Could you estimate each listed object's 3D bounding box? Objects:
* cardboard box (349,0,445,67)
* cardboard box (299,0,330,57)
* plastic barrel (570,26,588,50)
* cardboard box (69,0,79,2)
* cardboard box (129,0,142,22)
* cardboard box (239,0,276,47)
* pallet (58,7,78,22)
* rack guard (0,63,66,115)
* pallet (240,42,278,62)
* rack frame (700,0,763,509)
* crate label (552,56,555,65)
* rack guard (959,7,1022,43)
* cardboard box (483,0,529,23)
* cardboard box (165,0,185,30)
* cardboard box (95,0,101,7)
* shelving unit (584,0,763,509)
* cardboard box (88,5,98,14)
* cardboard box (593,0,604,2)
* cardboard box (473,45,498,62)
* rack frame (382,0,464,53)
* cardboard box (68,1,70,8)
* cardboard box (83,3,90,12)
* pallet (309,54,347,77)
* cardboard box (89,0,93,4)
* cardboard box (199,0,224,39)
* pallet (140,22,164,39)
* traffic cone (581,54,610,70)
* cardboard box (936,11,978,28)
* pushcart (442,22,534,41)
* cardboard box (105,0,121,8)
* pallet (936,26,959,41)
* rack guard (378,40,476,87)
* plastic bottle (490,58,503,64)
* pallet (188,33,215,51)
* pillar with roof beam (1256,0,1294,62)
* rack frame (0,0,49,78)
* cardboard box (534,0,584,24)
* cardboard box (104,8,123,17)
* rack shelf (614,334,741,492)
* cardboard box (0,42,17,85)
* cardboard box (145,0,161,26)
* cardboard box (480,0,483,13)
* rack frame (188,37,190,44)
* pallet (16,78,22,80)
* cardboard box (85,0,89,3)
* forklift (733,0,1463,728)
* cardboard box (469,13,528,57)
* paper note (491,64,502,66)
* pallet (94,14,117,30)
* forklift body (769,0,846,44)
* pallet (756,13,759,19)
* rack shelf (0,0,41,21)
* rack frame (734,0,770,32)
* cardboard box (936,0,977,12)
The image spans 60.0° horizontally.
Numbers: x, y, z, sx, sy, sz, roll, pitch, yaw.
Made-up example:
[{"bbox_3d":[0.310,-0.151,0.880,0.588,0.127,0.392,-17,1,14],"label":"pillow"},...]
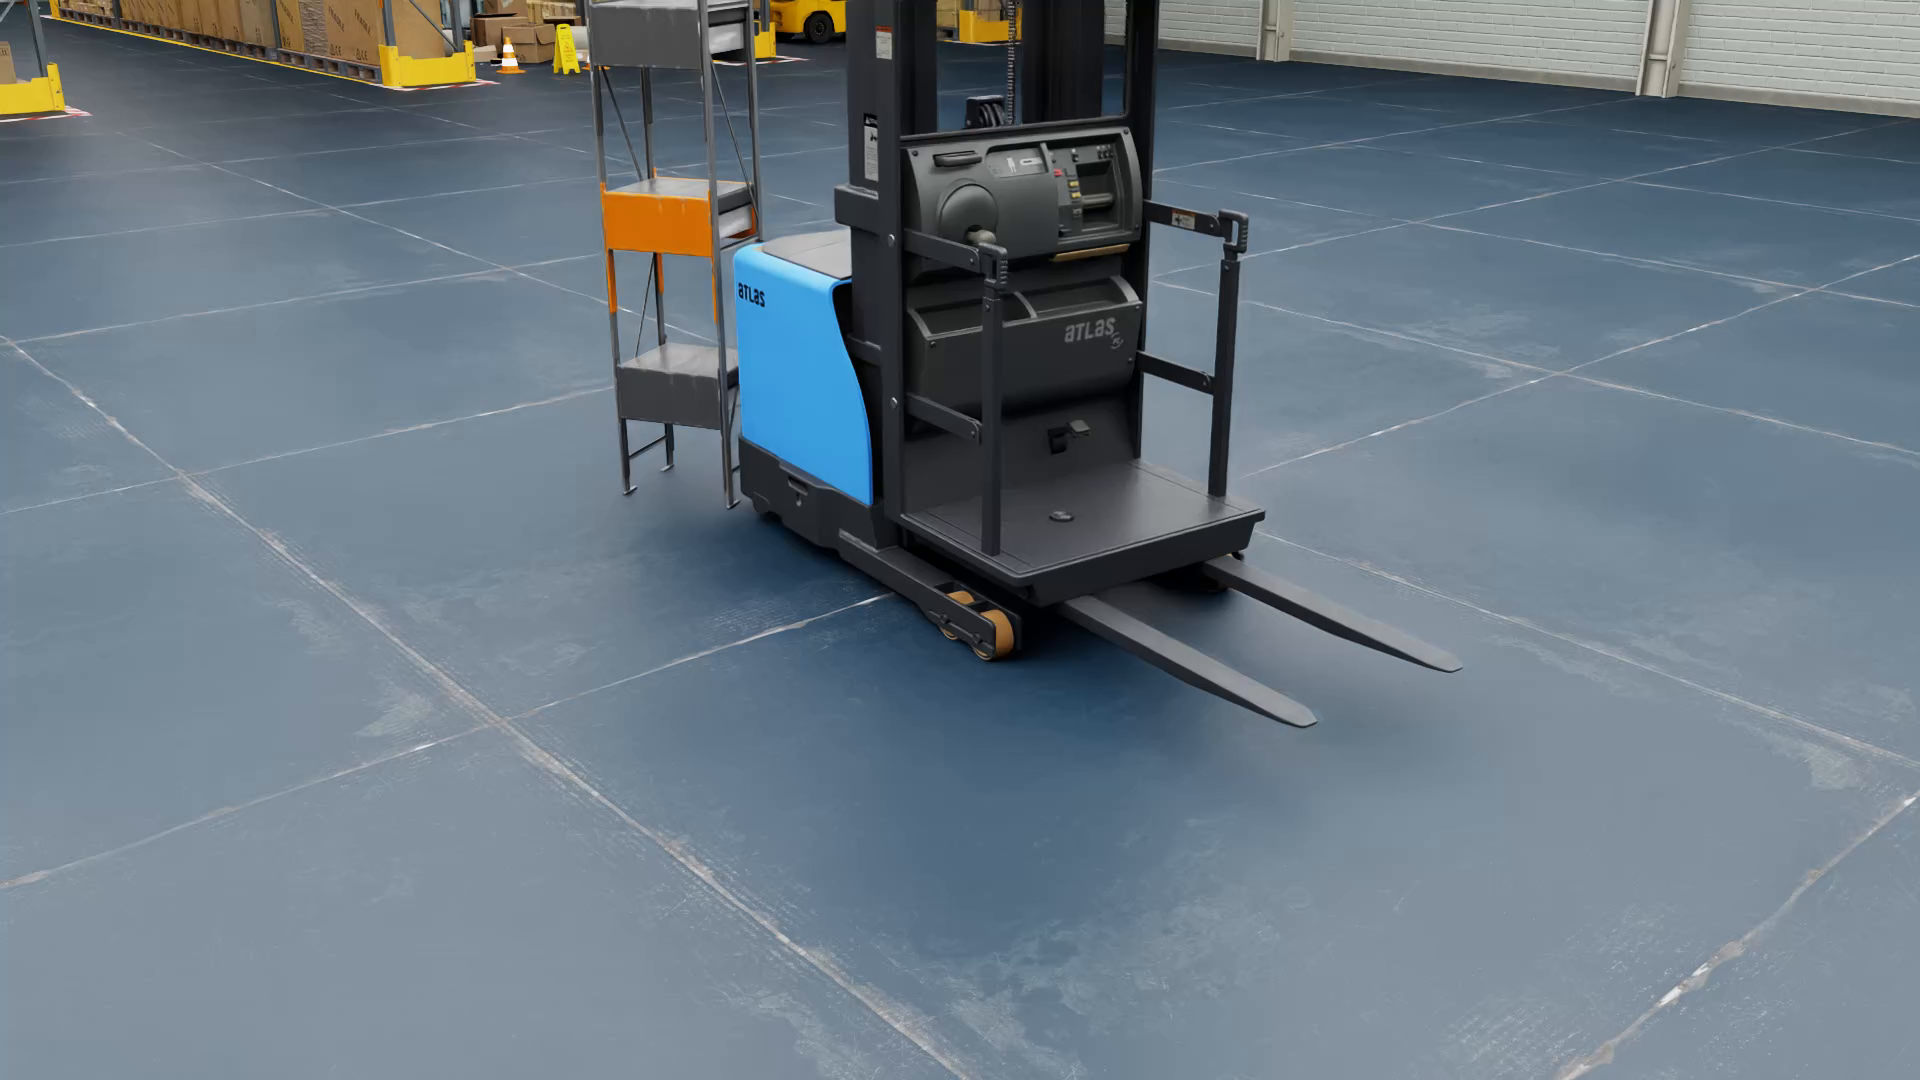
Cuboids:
[{"bbox_3d":[-7.436,-6.759,21.966,0.875,0.875,0.875,-17,27,-37],"label":"cardboard box"},{"bbox_3d":[-8.606,-7.254,23.230,0.875,0.875,0.875,-17,27,-37],"label":"cardboard box"},{"bbox_3d":[-5.755,-7.598,25.303,0.512,0.421,0.421,0,21,-1],"label":"plastic barrel"},{"bbox_3d":[-16.792,-10.370,31.773,0.380,0.149,0.250,-16,27,-36],"label":"cardboard box"},{"bbox_3d":[-14.148,-9.315,29.006,0.500,0.500,0.500,-16,26,-35],"label":"cardboard box"},{"bbox_3d":[-10.028,-7.785,24.755,1.050,0.750,0.750,-18,27,-38],"label":"cardboard box"},{"bbox_3d":[-16.834,-10.250,32.364,1.003,0.211,1.213,-17,27,-37],"label":"pallet"},{"bbox_3d":[-10.817,-5.086,18.783,1.175,0.500,0.348,-17,27,-37],"label":"rack guard"},{"bbox_3d":[-10.115,-7.383,25.045,1.003,0.211,1.213,-17,27,-37],"label":"pallet"},{"bbox_3d":[-0.878,-1.172,6.596,0.015,2.100,0.400,8,23,19],"label":"rack frame"},{"bbox_3d":[-5.697,-6.911,23.940,0.298,0.136,0.250,7,23,18],"label":"crate label"},{"bbox_3d":[0.514,-8.600,27.755,1.175,0.500,0.348,-17,27,-37],"label":"rack guard"},{"bbox_3d":[-7.199,-8.449,26.333,0.500,0.500,0.500,-17,27,-37],"label":"cardboard box"},{"bbox_3d":[-12.793,-8.743,27.545,0.500,0.500,0.500,-18,27,-38],"label":"cardboard box"},{"bbox_3d":[-15.597,-9.856,30.461,0.380,0.149,0.250,-19,28,-39],"label":"cardboard box"},{"bbox_3d":[-1.106,-1.203,6.676,0.503,2.100,0.431,8,23,19],"label":"shelving unit"},{"bbox_3d":[-15.966,-9.878,30.925,0.380,0.149,0.250,-18,27,-38],"label":"cardboard box"},{"bbox_3d":[-5.690,-8.730,26.826,0.500,0.500,0.500,-16,26,-35],"label":"cardboard box"},{"bbox_3d":[-7.037,-7.177,24.444,0.396,0.266,0.258,-12,25,-28],"label":"cardboard box"},{"bbox_3d":[-6.943,-7.381,21.217,1.000,3.000,0.127,-17,27,-37],"label":"rack frame"},{"bbox_3d":[-17.055,-10.396,32.248,0.380,0.149,0.250,-18,27,-38],"label":"cardboard box"},{"bbox_3d":[-16.268,-10.025,31.299,0.380,0.149,0.250,-17,27,-37],"label":"cardboard box"},{"bbox_3d":[-8.317,-6.622,23.102,1.003,0.211,1.213,-17,27,-37],"label":"pallet"},{"bbox_3d":[-16.027,-10.094,31.067,0.380,0.149,0.250,-19,28,-40],"label":"cardboard box"},{"bbox_3d":[-11.263,-8.309,26.095,1.050,0.750,0.750,-17,27,-37],"label":"cardboard box"},{"bbox_3d":[-13.467,-8.846,28.781,1.003,0.211,1.213,-17,27,-37],"label":"pallet"},{"bbox_3d":[-5.136,-6.860,23.364,0.336,0.463,0.334,-17,27,-37],"label":"traffic cone"},{"bbox_3d":[-0.048,-8.740,27.881,0.500,0.250,0.500,-17,27,-37],"label":"cardboard box"},{"bbox_3d":[-7.565,-7.915,26.176,0.936,0.377,1.648,12,24,27],"label":"pushcart"},{"bbox_3d":[-15.223,-9.715,30.100,0.380,0.149,0.250,-17,27,-36],"label":"cardboard box"},{"bbox_3d":[-0.032,-8.673,28.339,1.003,0.211,1.213,-17,27,-37],"label":"pallet"},{"bbox_3d":[-6.928,-6.211,21.656,1.175,0.500,0.348,-17,27,-37],"label":"rack guard"},{"bbox_3d":[-6.730,-6.963,24.178,0.283,0.061,0.133,12,24,27],"label":"plastic bottle"},{"bbox_3d":[-11.708,-8.057,26.767,1.003,0.211,1.213,-17,27,-37],"label":"pallet"},{"bbox_3d":[1.382,-10.288,20.412,9.100,9.000,0.400,-17,27,-37],"label":"pillar with roof beam"},{"bbox_3d":[-10.767,-6.229,18.274,1.000,3.000,0.127,-17,27,-37],"label":"rack frame"},{"bbox_3d":[-6.687,-9.007,28.394,0.950,0.372,0.625,-15,26,-34],"label":"cardboard box"},{"bbox_3d":[-15.291,-9.592,30.195,0.380,0.149,0.250,-17,27,-37],"label":"cardboard box"},{"bbox_3d":[-1.106,-0.538,6.937,0.480,0.518,0.431,8,23,19],"label":"rack shelf"},{"bbox_3d":[-11.162,-5.437,19.103,0.500,0.500,0.500,-12,24,-28],"label":"cardboard box"},{"bbox_3d":[-13.487,-9.029,28.276,0.500,0.500,0.500,-19,28,-40],"label":"cardboard box"},{"bbox_3d":[-8.120,-9.611,29.938,0.950,0.372,0.625,-20,29,-41],"label":"cardboard box"},{"bbox_3d":[-12.165,-9.592,26.860,1.000,3.000,0.127,-17,27,-37],"label":"rack frame"},{"bbox_3d":[-12.112,-5.521,20.290,1.003,0.211,1.213,-17,27,-37],"label":"pallet"},{"bbox_3d":[-16.338,-10.255,31.478,0.380,0.149,0.250,-16,26,-35],"label":"cardboard box"},{"bbox_3d":[0.354,-1.167,5.445,1.130,2.935,3.031,-14,25,-32],"label":"forklift"},{"bbox_3d":[-6.941,-7.628,25.082,0.797,0.637,0.503,-17,27,-37],"label":"cardboard box"},{"bbox_3d":[-6.654,-6.824,23.867,0.144,0.017,0.142,-8,23,-19],"label":"paper note"},{"bbox_3d":[-15.242,-9.576,30.642,1.003,0.211,1.213,-17,27,-37],"label":"pallet"},{"bbox_3d":[-2.121,-9.465,27.700,2.313,2.155,1.214,-17,27,-37],"label":"forklift body"},{"bbox_3d":[-4.216,-10.445,32.864,1.003,0.211,1.213,-17,27,-37],"label":"pallet"},{"bbox_3d":[-12.072,-6.446,19.815,1.077,0.370,4.000,-17,27,-37],"label":"rack shelf"},{"bbox_3d":[-3.259,-8.588,24.297,1.000,3.000,0.127,-17,27,-37],"label":"rack frame"},{"bbox_3d":[-0.056,-8.978,27.803,0.500,0.250,0.500,-18,28,-38],"label":"cardboard box"}]
